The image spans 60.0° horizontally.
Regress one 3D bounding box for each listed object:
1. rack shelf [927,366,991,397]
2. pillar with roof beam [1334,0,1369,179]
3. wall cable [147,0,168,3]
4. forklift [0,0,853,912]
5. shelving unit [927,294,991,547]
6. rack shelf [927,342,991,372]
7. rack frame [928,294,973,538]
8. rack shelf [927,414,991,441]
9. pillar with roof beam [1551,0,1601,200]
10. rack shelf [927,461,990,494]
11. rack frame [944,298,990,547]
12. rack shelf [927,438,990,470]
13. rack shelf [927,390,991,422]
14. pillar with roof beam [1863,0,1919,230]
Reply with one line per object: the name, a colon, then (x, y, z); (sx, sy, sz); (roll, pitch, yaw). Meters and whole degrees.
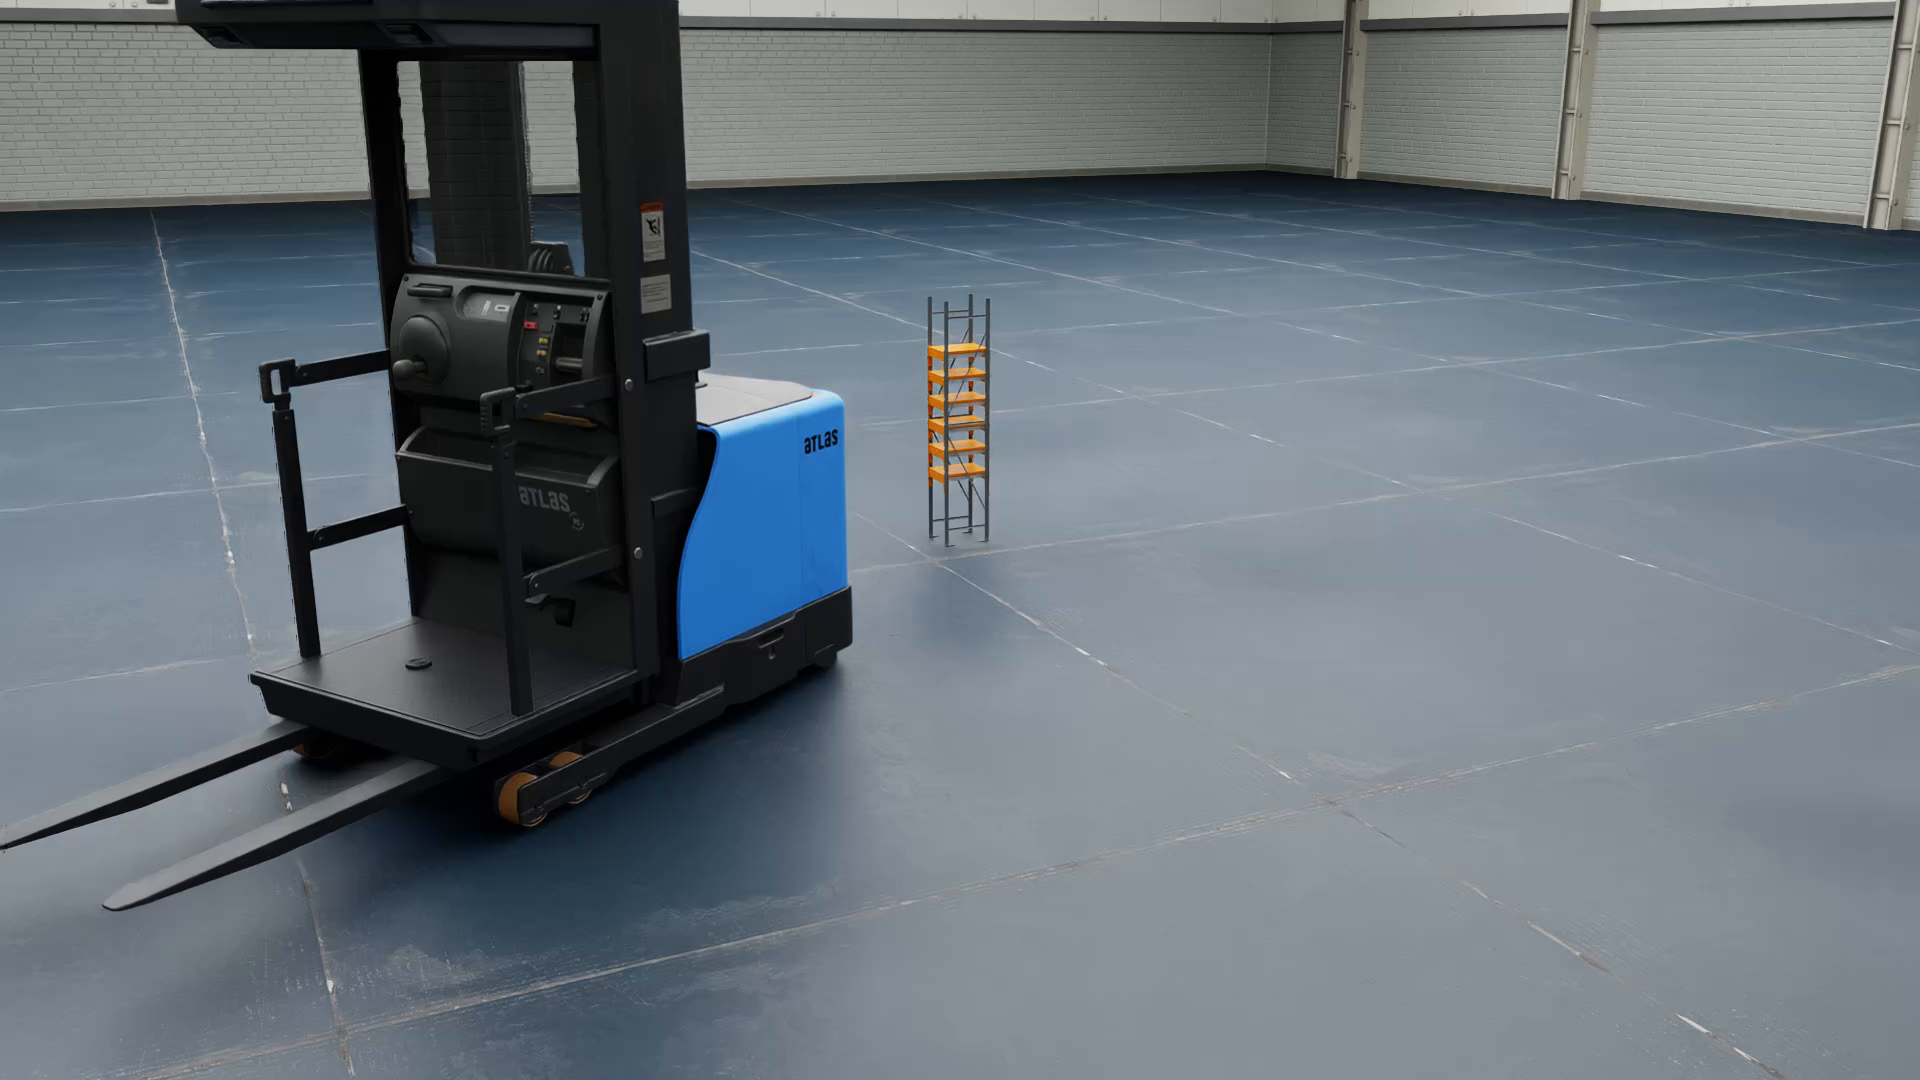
rack shelf: (-0.006, -0.768, 8.044); (0.258, 0.103, 0.180); (-8, 18, -25)
pillar with roof beam: (4.052, -11.232, 31.078); (9.100, 9.000, 0.400); (-8, 18, -25)
wall cable: (-11.955, -11.614, 26.243); (2.305, 6.003, 0.169); (-8, 18, -25)
forklift: (-1.624, -0.665, 5.255); (1.130, 2.935, 3.031); (10, 19, 30)
shelving unit: (-0.006, -0.580, 8.098); (0.258, 1.200, 0.189); (-8, 18, -25)
rack shelf: (-0.006, -0.884, 8.011); (0.258, 0.103, 0.180); (-8, 18, -25)
rack frame: (-0.046, -0.603, 8.177); (0.240, 1.200, 0.006); (-8, 18, -25)
rack shelf: (-0.006, -0.538, 8.110); (0.258, 0.103, 0.180); (-8, 18, -25)
pillar with roof beam: (6.681, -9.745, 25.893); (9.100, 9.000, 0.400); (-8, 18, -25)
rack shelf: (-0.006, -0.307, 8.176); (0.258, 0.103, 0.180); (-8, 18, -25)
rack frame: (0.034, -0.558, 8.019); (0.240, 1.200, 0.006); (-8, 18, -25)
rack shelf: (-0.006, -0.422, 8.143); (0.258, 0.103, 0.180); (-8, 18, -25)
rack shelf: (-0.006, -0.653, 8.077); (0.258, 0.103, 0.180); (-8, 18, -25)
pillar with roof beam: (9.309, -8.257, 20.709); (9.100, 9.000, 0.400); (-8, 18, -25)
